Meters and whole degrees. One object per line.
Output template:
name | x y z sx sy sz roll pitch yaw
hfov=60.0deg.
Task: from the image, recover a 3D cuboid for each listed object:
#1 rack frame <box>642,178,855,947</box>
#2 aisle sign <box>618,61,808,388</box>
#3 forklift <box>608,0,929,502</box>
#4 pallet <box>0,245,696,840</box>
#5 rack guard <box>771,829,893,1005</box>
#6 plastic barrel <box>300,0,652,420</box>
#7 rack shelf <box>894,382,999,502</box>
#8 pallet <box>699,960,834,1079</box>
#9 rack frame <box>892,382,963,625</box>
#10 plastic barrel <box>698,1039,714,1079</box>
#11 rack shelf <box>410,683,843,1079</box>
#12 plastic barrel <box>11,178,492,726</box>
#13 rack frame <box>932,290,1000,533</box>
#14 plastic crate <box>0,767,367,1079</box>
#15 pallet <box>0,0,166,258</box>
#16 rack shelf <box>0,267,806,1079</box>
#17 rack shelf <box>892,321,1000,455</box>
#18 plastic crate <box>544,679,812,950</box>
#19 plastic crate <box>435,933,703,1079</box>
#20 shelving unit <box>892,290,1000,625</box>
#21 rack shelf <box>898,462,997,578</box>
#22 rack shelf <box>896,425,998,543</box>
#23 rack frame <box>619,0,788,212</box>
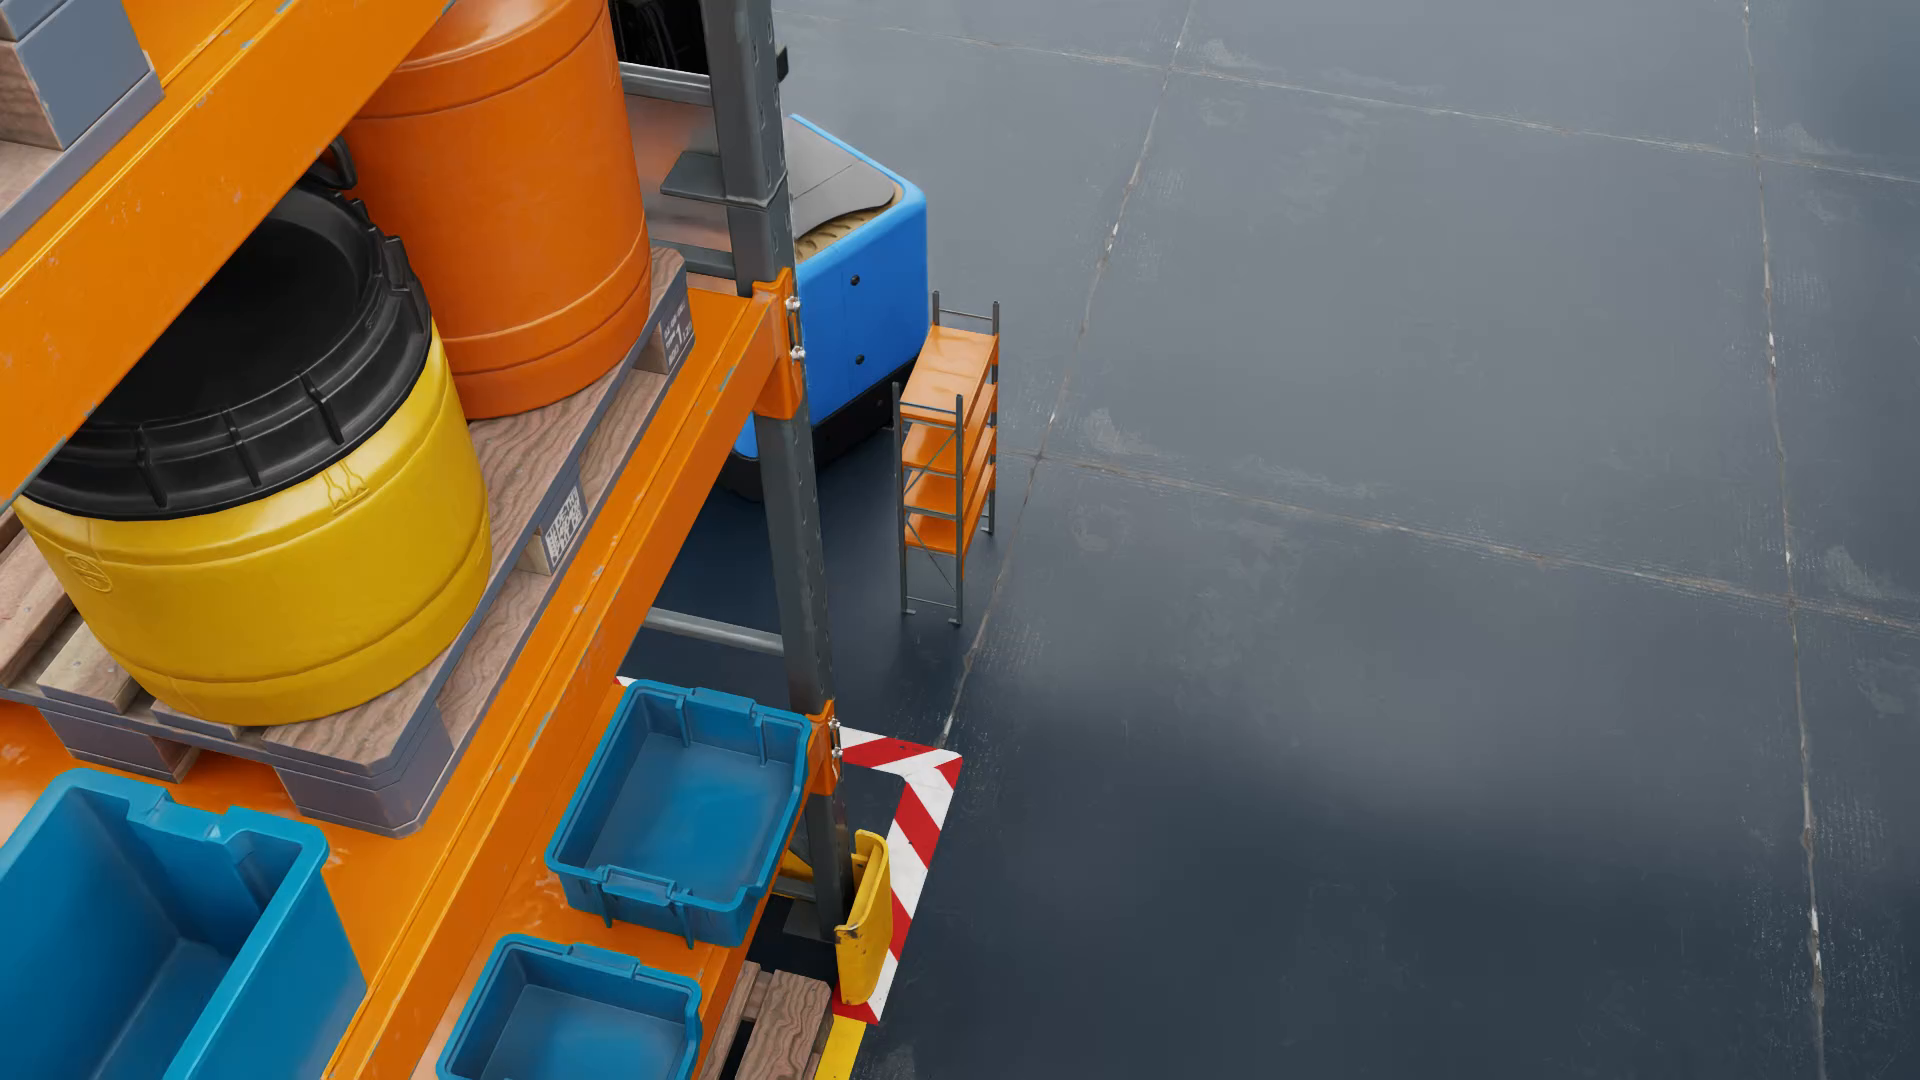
rack frame | -0.841 0.212 4.481 1.000 3.000 0.127 12 50 10
aisle sign | -0.535 -0.642 3.501 0.394 0.787 0.004 12 50 10
forklift | -1.524 -2.113 6.579 3.031 2.935 1.130 36 58 27
pallet | -1.153 -0.139 2.916 1.003 0.211 1.213 12 50 10
rack guard | -0.815 1.103 5.362 1.175 0.500 0.348 12 50 10
plastic barrel | -0.846 -0.685 2.706 0.600 0.830 0.708 12 50 10
rack shelf | -0.044 -0.381 5.996 0.258 0.148 0.480 12 50 10
pallet | -1.034 1.786 4.952 1.003 0.211 1.213 12 50 10
rack frame | -0.108 -0.101 5.958 0.240 1.200 0.015 12 50 10
plastic barrel | -0.940 1.387 4.823 0.421 0.512 0.421 0 49 0
rack shelf | -1.367 1.897 3.474 1.077 0.370 4.000 12 50 10
plastic barrel | -1.018 -0.132 2.379 0.600 0.588 0.600 0 49 0
rack frame | 0.021 -0.454 6.269 0.240 1.200 0.015 12 50 10
plastic crate | -1.052 0.663 2.093 0.392 0.384 0.575 12 50 10
pallet | -1.384 -0.172 1.211 1.003 0.211 1.213 12 50 10
rack shelf | -1.367 0.904 2.349 1.077 0.370 4.000 12 50 10
rack shelf | -0.044 -0.537 5.819 0.258 0.148 0.480 12 50 10
plastic crate | -0.684 0.682 4.165 0.499 0.251 0.616 12 50 10
plastic crate | -0.860 1.151 3.752 0.499 0.251 0.408 12 50 10
shelving unit | -0.044 -0.277 6.113 0.258 1.200 0.503 12 50 10
rack shelf | -0.044 -0.101 6.313 0.258 0.148 0.480 12 50 10
rack shelf | -0.044 -0.233 6.164 0.258 0.148 0.480 12 50 10
rack frame | -0.841 -1.773 2.232 1.000 3.000 0.127 12 50 10
